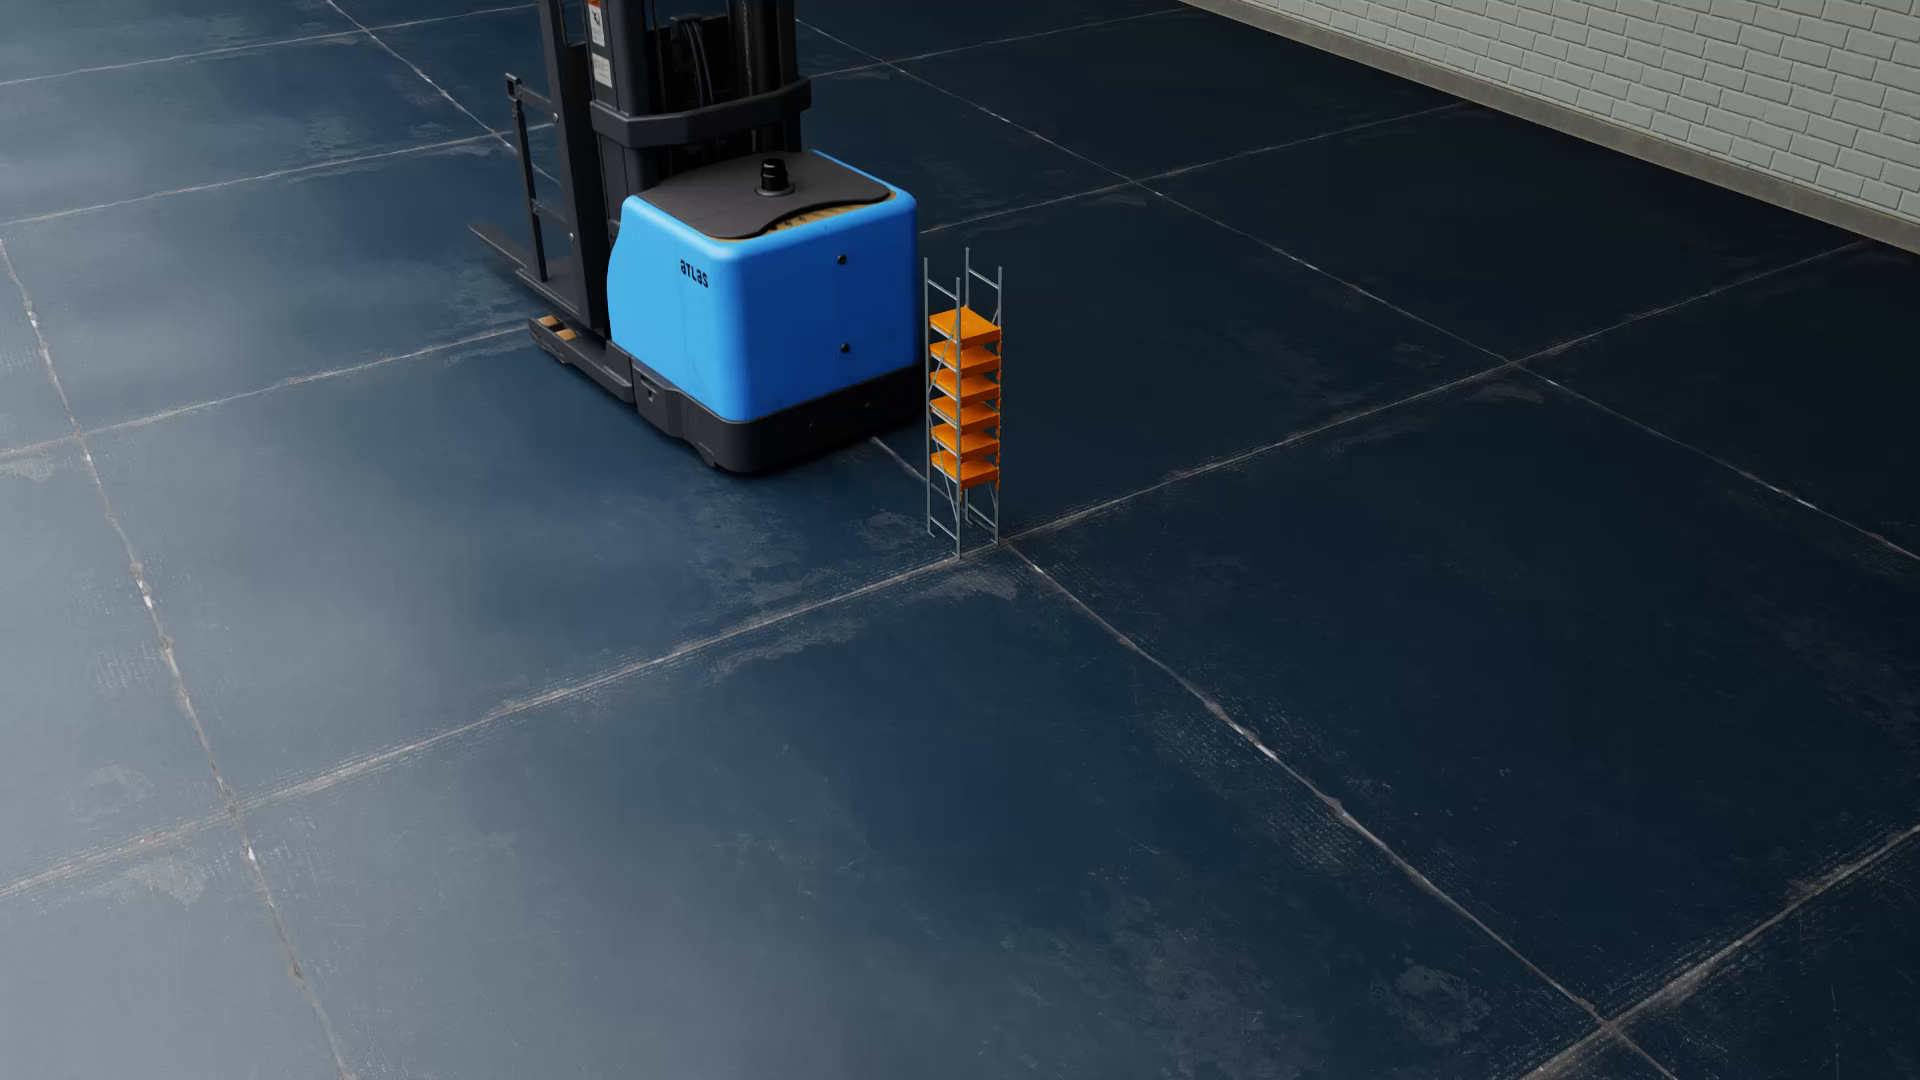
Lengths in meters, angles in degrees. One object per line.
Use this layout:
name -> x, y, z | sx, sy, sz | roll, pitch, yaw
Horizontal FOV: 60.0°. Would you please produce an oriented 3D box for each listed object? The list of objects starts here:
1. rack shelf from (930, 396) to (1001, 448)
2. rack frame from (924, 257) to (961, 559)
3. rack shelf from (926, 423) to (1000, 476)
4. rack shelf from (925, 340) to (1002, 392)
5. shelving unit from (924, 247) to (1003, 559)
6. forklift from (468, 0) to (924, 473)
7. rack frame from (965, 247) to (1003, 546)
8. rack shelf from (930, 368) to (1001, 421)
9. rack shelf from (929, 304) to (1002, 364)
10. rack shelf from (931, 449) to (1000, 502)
rack shelf -> 0.012, -0.474, 6.460 | 0.180, 0.103, 0.258 | -19, 37, -27
rack frame -> -0.065, -0.485, 6.395 | 0.006, 1.200, 0.240 | -19, 37, -27
rack shelf -> 0.012, -0.373, 6.524 | 0.180, 0.103, 0.258 | -19, 37, -27
rack shelf -> 0.012, -0.677, 6.332 | 0.180, 0.103, 0.258 | -19, 37, -27
shelving unit -> 0.012, -0.512, 6.437 | 0.189, 1.200, 0.258 | -19, 37, -27
forklift -> -1.476, -2.248, 7.566 | 1.130, 2.935, 3.031 | -23, 39, -32
rack frame -> 0.089, -0.538, 6.478 | 0.006, 1.200, 0.240 | -19, 37, -27
rack shelf -> 0.012, -0.576, 6.396 | 0.180, 0.103, 0.258 | -19, 37, -27
rack shelf -> 0.012, -0.779, 6.268 | 0.180, 0.103, 0.258 | -19, 37, -27
rack shelf -> 0.012, -0.271, 6.588 | 0.180, 0.103, 0.258 | -19, 37, -27
